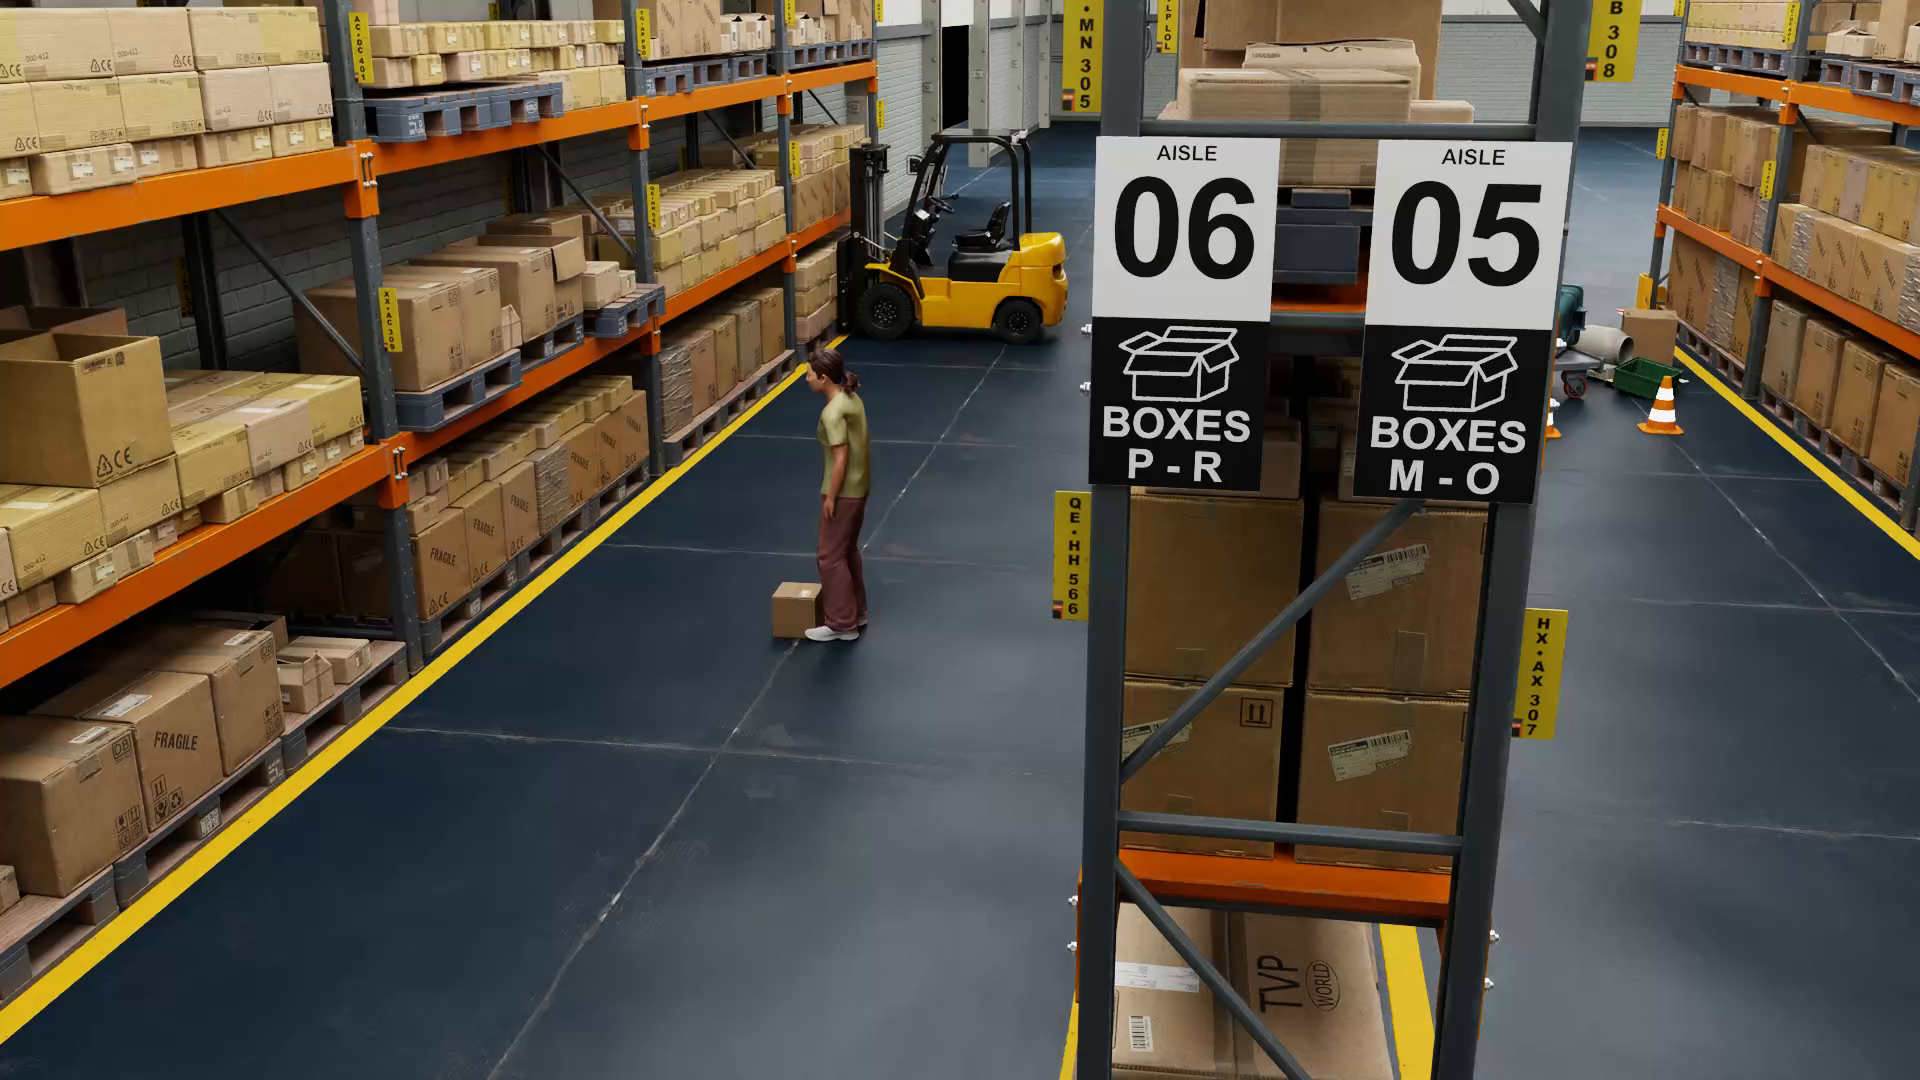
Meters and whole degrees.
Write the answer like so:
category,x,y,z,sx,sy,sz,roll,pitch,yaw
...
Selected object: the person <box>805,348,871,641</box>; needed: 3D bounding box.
category,x,y,z,sx,sy,sz,roll,pitch,yaw
person,-0.686,-0.261,9.363,0.365,1.672,0.498,3,18,9
